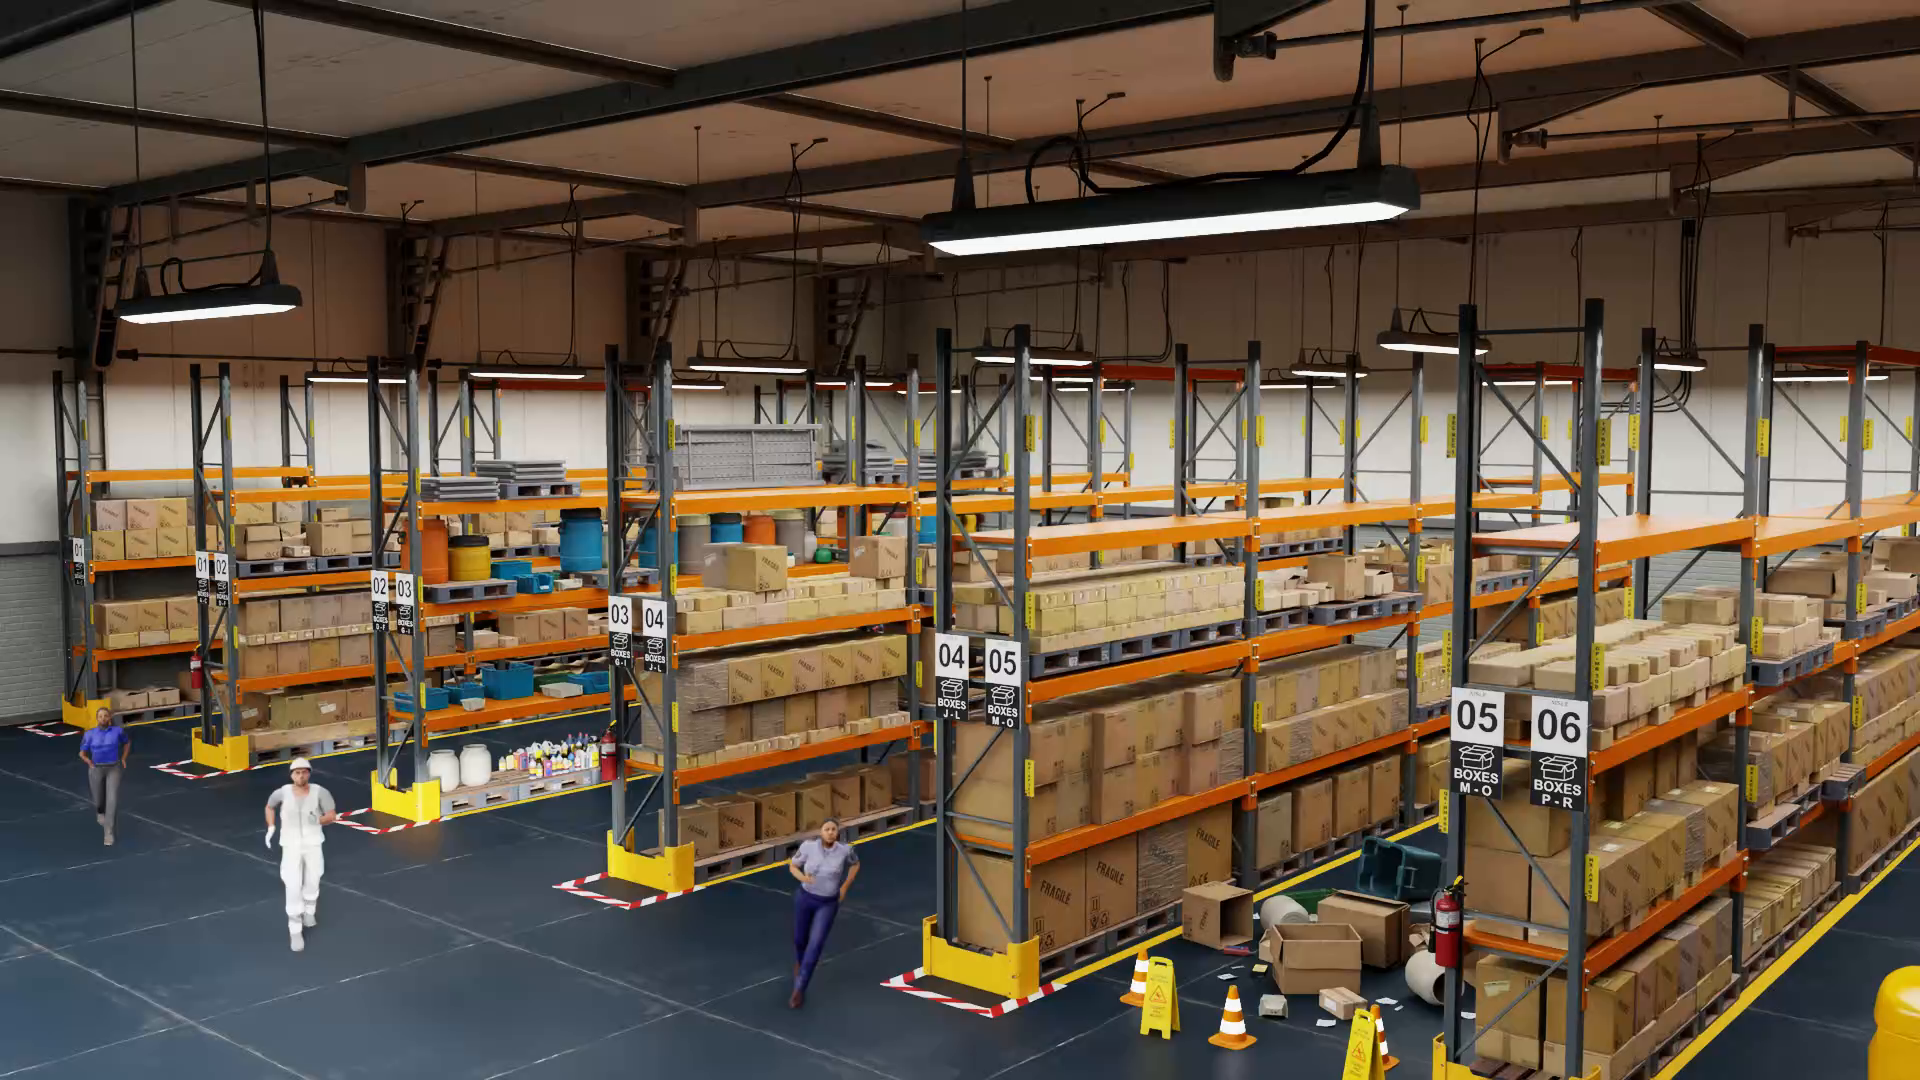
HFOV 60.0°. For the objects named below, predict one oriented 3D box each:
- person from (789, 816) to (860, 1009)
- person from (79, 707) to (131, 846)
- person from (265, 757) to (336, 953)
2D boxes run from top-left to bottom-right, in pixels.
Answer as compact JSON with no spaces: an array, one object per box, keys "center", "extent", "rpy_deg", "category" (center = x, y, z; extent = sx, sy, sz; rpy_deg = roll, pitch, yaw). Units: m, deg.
[{"center":[-1.239,3.285,14.955],"extent":[0.642,1.626,0.882],"rpy_deg":[0,4,5],"category":"person"},{"center":[-10.521,2.874,20.489],"extent":[0.579,1.649,0.843],"rpy_deg":[-2,5,-28],"category":"person"},{"center":[-6.531,3.064,16.496],"extent":[0.651,1.833,0.859],"rpy_deg":[-2,5,-26],"category":"person"}]
